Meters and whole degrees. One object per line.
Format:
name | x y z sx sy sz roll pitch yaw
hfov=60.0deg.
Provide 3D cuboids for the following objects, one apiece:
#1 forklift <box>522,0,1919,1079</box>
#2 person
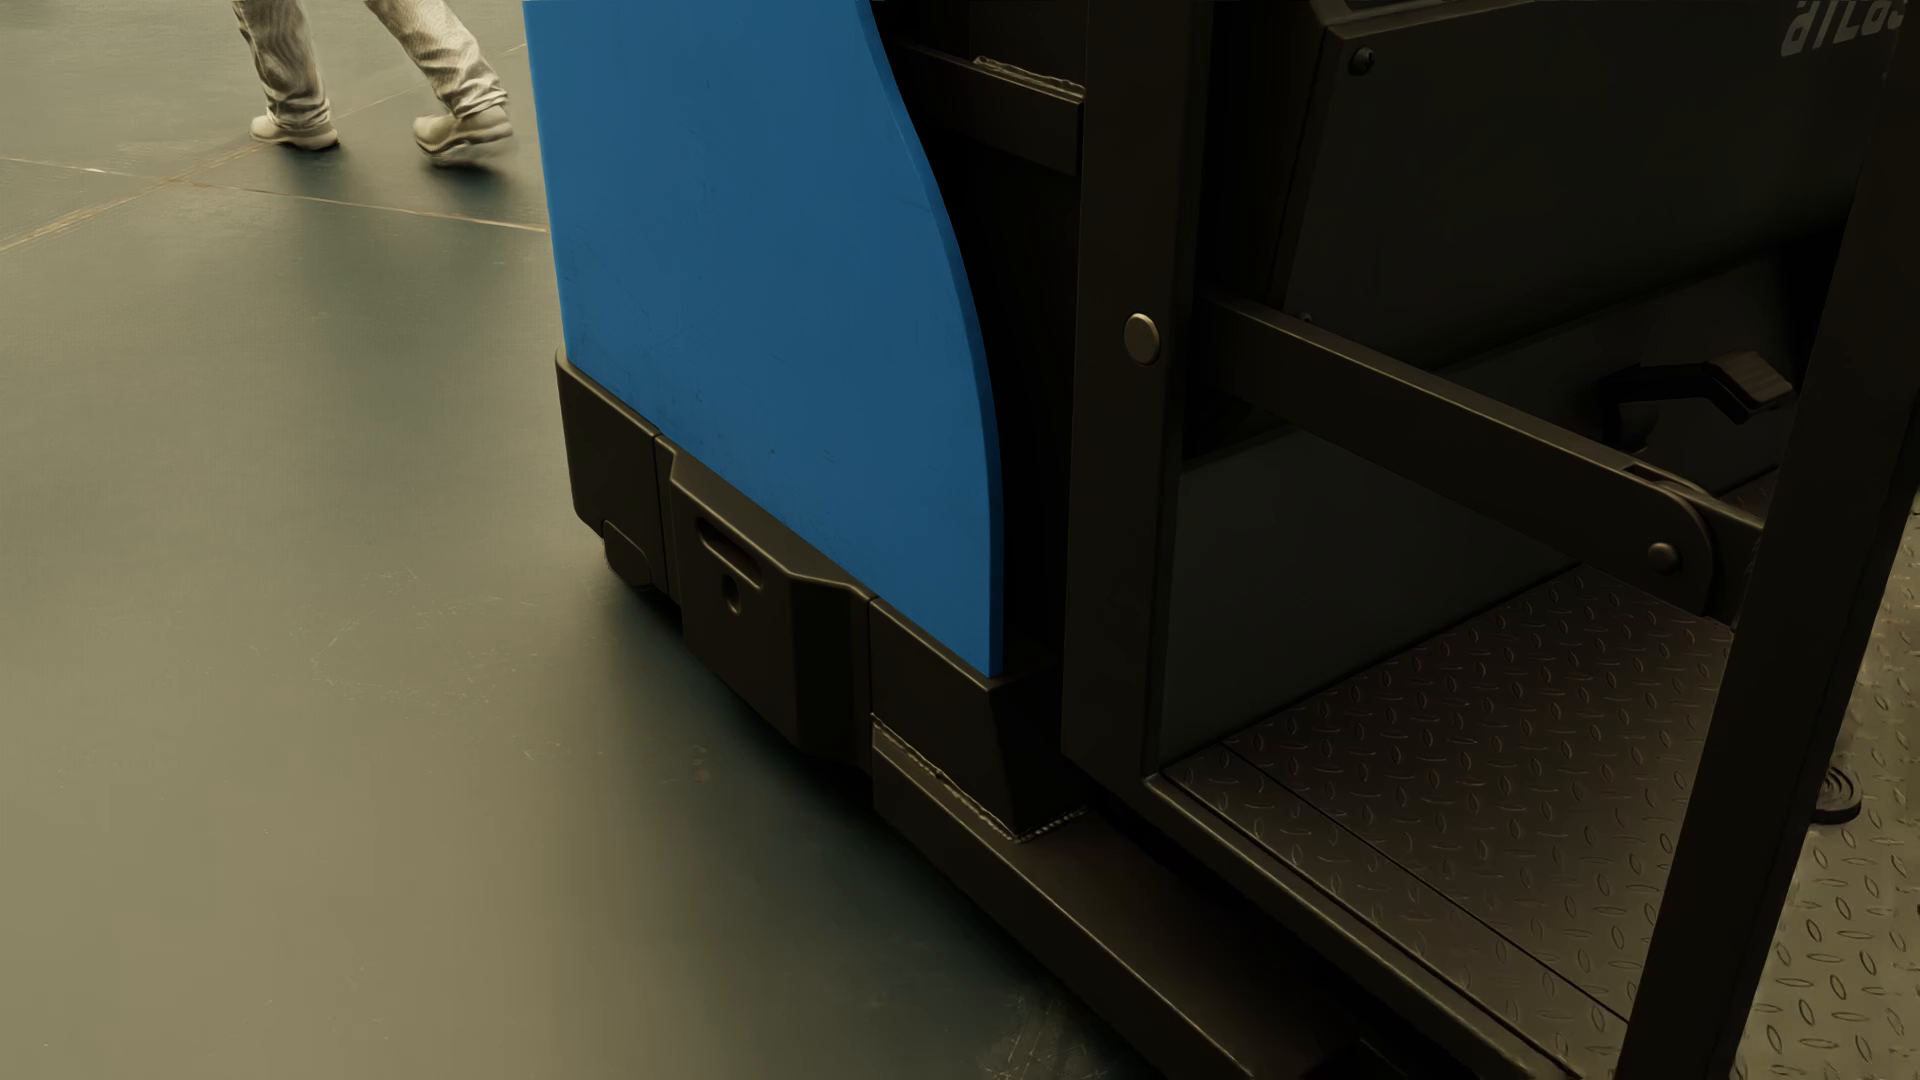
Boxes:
forklift | 0.709 -0.837 1.004 1.130 2.935 3.031 -20 35 -31
person | -1.476 -1.692 3.798 0.941 1.691 0.584 14 32 23
